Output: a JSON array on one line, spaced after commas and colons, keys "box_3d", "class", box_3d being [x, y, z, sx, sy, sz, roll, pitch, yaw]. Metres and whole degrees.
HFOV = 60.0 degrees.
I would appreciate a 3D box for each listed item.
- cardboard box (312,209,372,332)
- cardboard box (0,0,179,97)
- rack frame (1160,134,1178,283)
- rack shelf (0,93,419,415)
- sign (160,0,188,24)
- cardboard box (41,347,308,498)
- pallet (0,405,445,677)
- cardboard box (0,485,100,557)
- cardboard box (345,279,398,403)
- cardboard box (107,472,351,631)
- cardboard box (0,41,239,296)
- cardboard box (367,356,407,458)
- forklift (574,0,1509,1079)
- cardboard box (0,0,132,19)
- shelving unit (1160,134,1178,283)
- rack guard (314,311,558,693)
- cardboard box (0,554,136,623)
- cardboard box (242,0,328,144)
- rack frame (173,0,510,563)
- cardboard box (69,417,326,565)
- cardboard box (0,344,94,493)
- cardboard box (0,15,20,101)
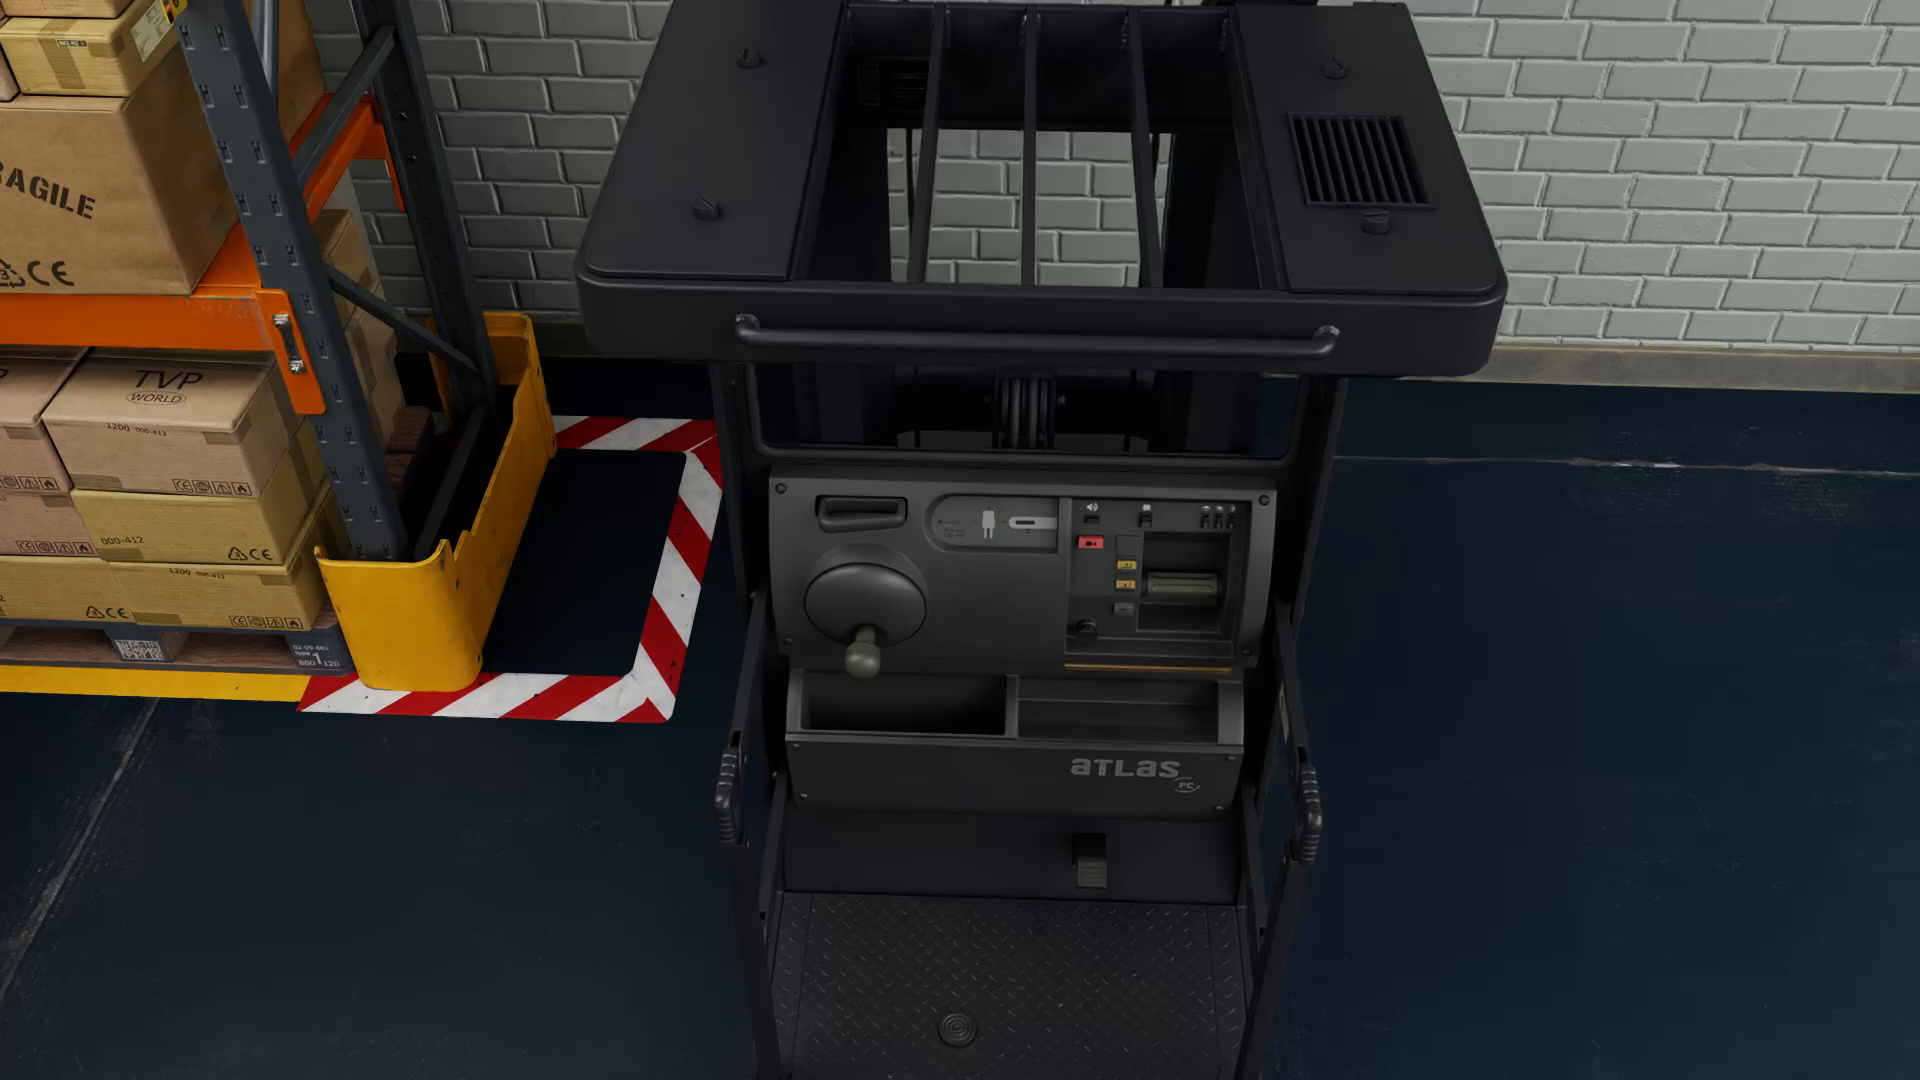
[{"box_3d": [-2.044, -0.719, 4.797, 0.500, 0.250, 0.500, 1, 43, 1], "class": "cardboard box"}, {"box_3d": [-1.931, -1.156, 3.741, 0.250, 0.149, 0.380, 2, 43, 3], "class": "cardboard box"}, {"box_3d": [0.590, -0.550, 4.740, 0.032, 1.500, 0.500, 1, 43, 1], "class": "rack frame"}, {"box_3d": [-3.570, -0.861, 4.501, 4.000, 0.370, 1.077, 2, 43, 2], "class": "rack shelf"}, {"box_3d": [-1.611, -1.204, 3.318, 0.005, 0.325, 0.100, 2, 43, 2], "class": "sign"}, {"box_3d": [-2.046, -0.378, 4.430, 0.500, 0.250, 0.500, 3, 43, 3], "class": "cardboard box"}, {"box_3d": [-2.338, -0.037, 5.135, 1.213, 0.211, 1.003, 2, 43, 2], "class": "pallet"}, {"box_3d": [-2.573, -0.218, 4.625, 0.500, 0.250, 0.500, 1, 43, 1], "class": "cardboard box"}, {"box_3d": [-2.033, -0.549, 4.981, 0.500, 0.250, 0.500, 2, 43, 3], "class": "cardboard box"}, {"box_3d": [-2.056, -0.009, 4.768, 0.500, 0.250, 0.500, 2, 43, 2], "class": "cardboard box"}, {"box_3d": [-2.076, -0.935, 3.980, 0.500, 0.500, 0.500, 1, 43, 1], "class": "cardboard box"}, {"box_3d": [-2.054, -0.358, 5.143, 0.500, 0.250, 0.500, 2, 43, 2], "class": "cardboard box"}, {"box_3d": [0.106, 0.155, 2.934, 1.130, 2.935, 3.031, 1, 43, 2], "class": "forklift"}, {"box_3d": [-1.940, -1.313, 3.691, 0.250, 0.149, 0.380, 2, 43, 2], "class": "cardboard box"}, {"box_3d": [0.072, -0.556, 4.747, 1.083, 1.500, 0.587, 1, 43, 1], "class": "shelving unit"}, {"box_3d": [-1.548, -0.147, 5.041, 0.348, 0.500, 1.175, 2, 43, 2], "class": "rack guard"}, {"box_3d": [-2.552, -0.031, 4.792, 0.500, 0.250, 0.500, 2, 43, 2], "class": "cardboard box"}, {"box_3d": [-2.055, -1.303, 4.375, 0.500, 0.500, 0.500, 3, 43, 3], "class": "cardboard box"}, {"box_3d": [-1.572, -1.062, 4.190, 0.127, 3.000, 1.000, 2, 43, 2], "class": "rack frame"}, {"box_3d": [-2.073, -0.195, 4.601, 0.500, 0.250, 0.500, 1, 43, 1], "class": "cardboard box"}, {"box_3d": [-2.557, -0.389, 4.443, 0.500, 0.250, 0.500, 2, 43, 3], "class": "cardboard box"}, {"box_3d": [-2.188, -1.144, 3.728, 0.250, 0.149, 0.380, 2, 43, 3], "class": "cardboard box"}]
